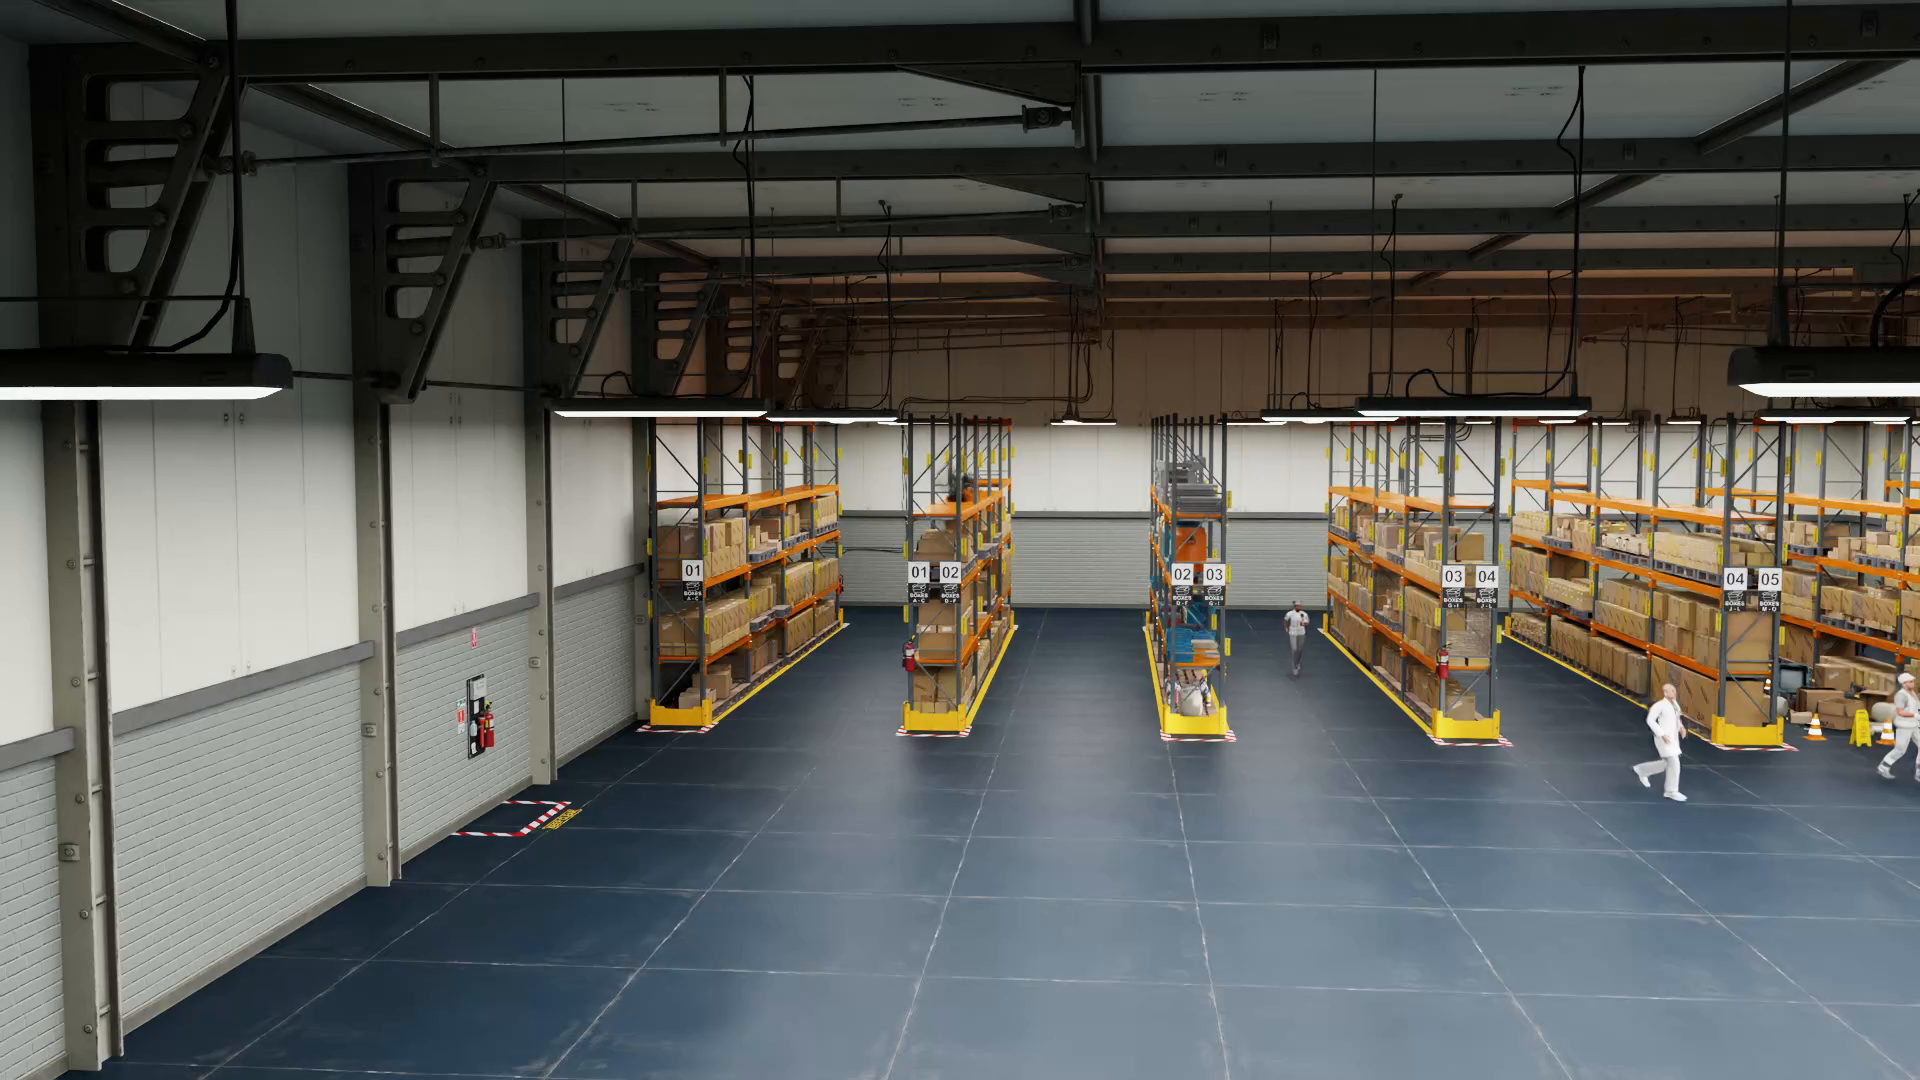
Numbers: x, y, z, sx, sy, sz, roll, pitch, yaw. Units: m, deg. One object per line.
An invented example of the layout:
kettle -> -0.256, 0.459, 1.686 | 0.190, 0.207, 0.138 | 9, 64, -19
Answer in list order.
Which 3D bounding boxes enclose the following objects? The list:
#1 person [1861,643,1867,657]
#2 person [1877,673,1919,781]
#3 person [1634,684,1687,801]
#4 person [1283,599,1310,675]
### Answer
person -> 21.515, 2.259, 39.643 | 0.615, 1.594, 0.708 | 0, 4, 4
person -> 15.228, 3.039, 26.759 | 0.655, 1.820, 0.796 | -3, 5, -34
person -> 10.888, 3.103, 25.804 | 0.712, 1.776, 0.874 | -3, 5, -42
person -> 7.885, 2.249, 38.910 | 0.557, 1.738, 0.815 | 0, 4, -1
